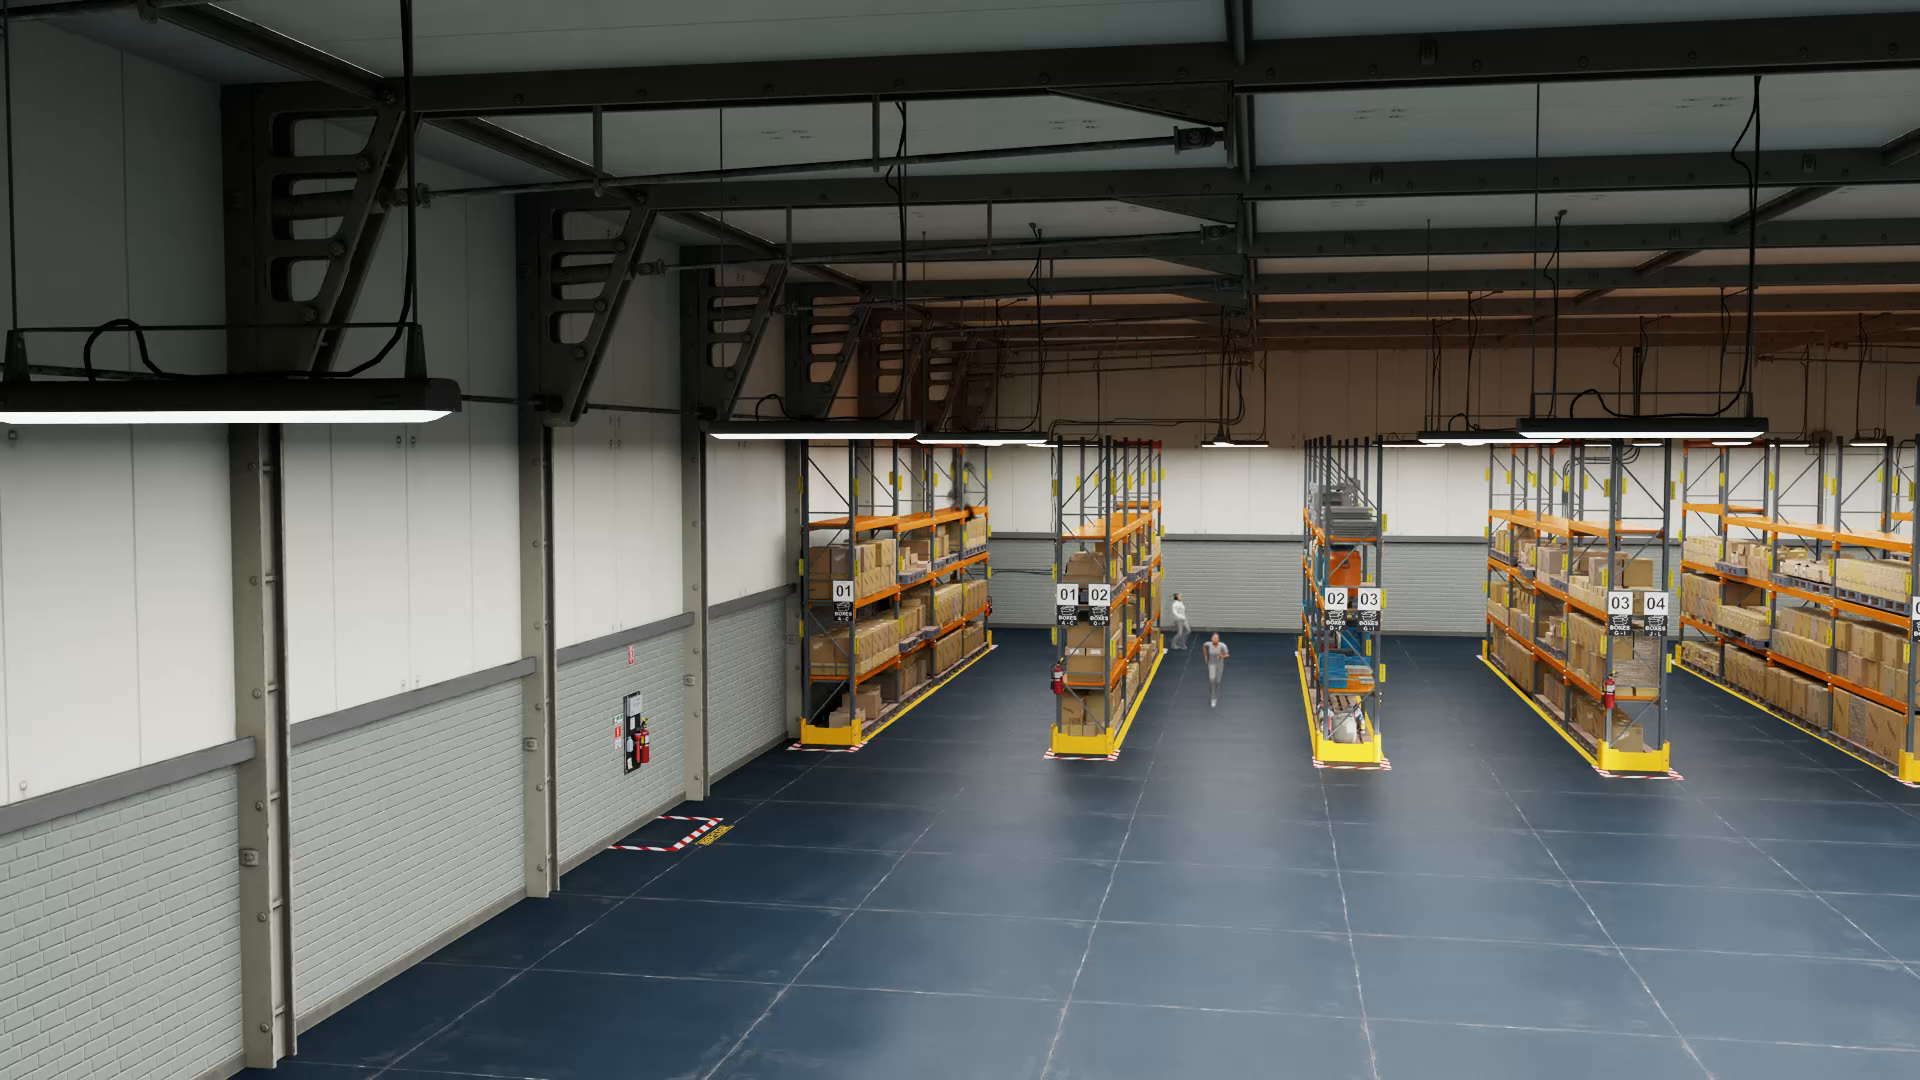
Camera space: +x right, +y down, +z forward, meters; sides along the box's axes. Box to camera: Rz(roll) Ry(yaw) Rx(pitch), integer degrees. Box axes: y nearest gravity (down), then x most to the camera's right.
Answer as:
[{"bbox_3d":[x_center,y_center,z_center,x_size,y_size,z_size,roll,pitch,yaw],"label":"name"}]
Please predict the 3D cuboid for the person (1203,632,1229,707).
[{"bbox_3d":[5.756,2.885,37.429,0.564,1.671,0.932,0,3,6],"label":"person"}]

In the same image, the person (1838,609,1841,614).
[{"bbox_3d":[23.668,2.511,44.997,0.529,1.554,0.516,1,3,10],"label":"person"}]

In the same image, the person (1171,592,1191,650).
[{"bbox_3d":[6.327,2.329,47.739,0.555,1.709,0.656,2,4,33],"label":"person"}]
